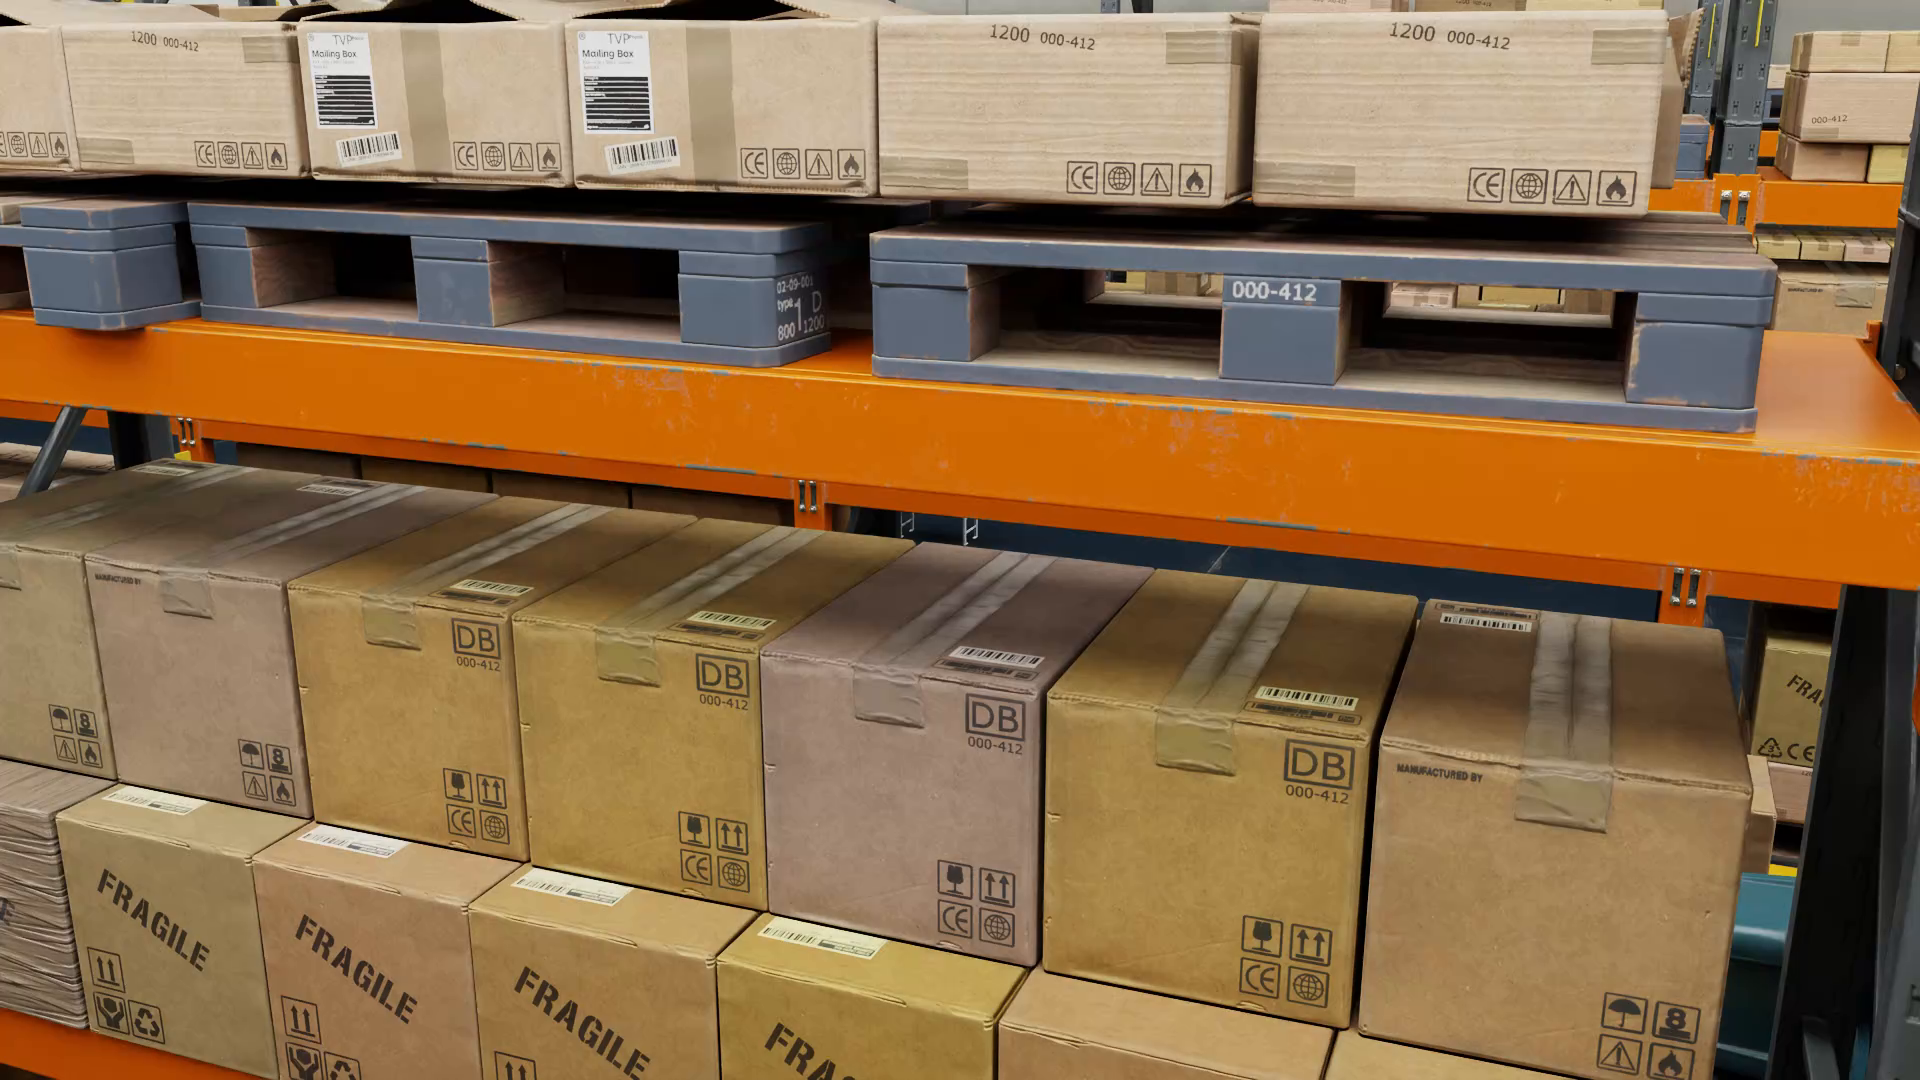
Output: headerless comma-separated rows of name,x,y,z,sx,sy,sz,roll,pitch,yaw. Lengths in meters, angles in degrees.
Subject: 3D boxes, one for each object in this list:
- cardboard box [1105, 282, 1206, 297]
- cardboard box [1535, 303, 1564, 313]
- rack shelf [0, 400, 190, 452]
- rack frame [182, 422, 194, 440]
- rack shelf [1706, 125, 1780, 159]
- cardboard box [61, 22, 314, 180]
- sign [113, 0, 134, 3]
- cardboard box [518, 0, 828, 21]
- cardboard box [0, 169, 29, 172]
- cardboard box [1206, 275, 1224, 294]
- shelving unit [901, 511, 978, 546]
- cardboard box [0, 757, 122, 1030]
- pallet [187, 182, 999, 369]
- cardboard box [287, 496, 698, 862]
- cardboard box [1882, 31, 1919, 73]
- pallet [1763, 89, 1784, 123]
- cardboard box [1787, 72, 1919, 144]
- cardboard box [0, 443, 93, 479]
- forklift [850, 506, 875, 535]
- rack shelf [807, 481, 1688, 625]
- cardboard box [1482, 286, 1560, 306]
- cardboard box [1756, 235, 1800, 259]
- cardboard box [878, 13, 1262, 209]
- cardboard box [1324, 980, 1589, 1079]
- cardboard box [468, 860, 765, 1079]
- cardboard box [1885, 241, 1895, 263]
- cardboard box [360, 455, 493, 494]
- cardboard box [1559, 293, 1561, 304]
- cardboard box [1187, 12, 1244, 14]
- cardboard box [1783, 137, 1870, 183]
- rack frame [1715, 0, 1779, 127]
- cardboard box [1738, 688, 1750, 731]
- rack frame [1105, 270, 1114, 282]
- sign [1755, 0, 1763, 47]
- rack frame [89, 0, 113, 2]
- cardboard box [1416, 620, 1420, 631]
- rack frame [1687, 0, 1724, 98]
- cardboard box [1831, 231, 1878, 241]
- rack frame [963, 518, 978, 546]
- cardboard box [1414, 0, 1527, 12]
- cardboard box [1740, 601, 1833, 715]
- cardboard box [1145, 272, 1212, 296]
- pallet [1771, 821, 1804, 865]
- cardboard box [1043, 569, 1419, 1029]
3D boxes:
cardboard box,0.916,-0.981,8.208,0.500,0.500,0.500,5,17,17
cardboard box,2.826,-0.770,7.481,0.500,0.500,0.500,7,18,22
rack shelf,-6.145,-0.933,10.797,4.000,0.370,1.077,6,17,21
rack frame,-4.285,-1.074,9.992,0.127,3.000,1.000,6,17,21
rack shelf,6.835,-2.434,10.587,4.000,0.370,1.077,6,17,21
cardboard box,-1.227,-0.806,3.027,0.500,0.250,0.500,7,18,22
sign,-2.075,-1.240,4.117,0.005,0.325,0.100,6,17,21
cardboard box,-0.566,-1.004,3.258,0.500,0.500,0.500,6,17,21
cardboard box,-2.720,-0.987,4.132,0.500,0.500,0.500,6,17,21
cardboard box,2.042,-1.960,12.418,0.500,0.250,0.500,7,18,22
shelving unit,-0.154,-0.593,11.565,0.503,1.200,0.258,6,17,21
cardboard box,-1.968,0.697,3.712,0.500,0.500,0.500,6,17,21
pallet,-0.626,-0.555,3.162,1.213,0.211,1.003,7,18,23
cardboard box,-0.923,0.253,3.449,0.500,0.500,0.700,6,17,20
cardboard box,3.583,-1.822,6.211,0.250,0.149,0.380,7,18,22
pallet,5.778,-2.861,10.926,1.213,0.211,1.003,6,17,21
cardboard box,3.466,-1.651,6.335,0.500,0.250,0.500,6,17,19
cardboard box,-6.501,-0.321,11.242,0.875,0.438,0.875,7,18,22
forklift,-1.995,-1.602,11.933,3.031,2.935,1.130,6,17,18
rack shelf,1.297,-0.115,7.978,4.000,0.370,1.077,6,17,21
cardboard box,3.943,-1.746,11.680,0.500,0.250,0.500,6,17,19
cardboard box,5.446,-1.937,11.090,0.250,0.149,0.380,7,17,21
cardboard box,0.206,-0.649,2.484,0.500,0.250,0.500,6,17,20
cardboard box,0.851,1.007,2.647,0.500,0.500,0.500,6,17,20
cardboard box,-0.562,0.852,3.180,0.500,0.500,0.500,6,17,20
cardboard box,6.133,-1.836,10.743,0.250,0.149,0.380,6,17,20
cardboard box,-2.836,-0.122,9.772,0.875,0.875,0.875,7,18,22
cardboard box,4.597,-1.830,11.968,0.500,0.250,0.500,6,17,20
cardboard box,1.838,-3.553,12.041,0.500,0.500,0.500,6,17,21
cardboard box,3.359,-1.479,6.458,0.250,0.149,0.380,6,17,20
rack frame,3.157,-3.137,6.337,0.127,3.000,1.000,6,17,21
cardboard box,3.806,0.854,7.530,0.500,0.250,0.500,7,18,23
rack frame,1.254,-1.952,13.019,0.127,3.000,1.000,6,17,21
sign,2.957,-1.989,6.131,0.005,0.325,0.100,6,17,21
rack frame,-2.286,-2.252,3.289,0.127,3.000,1.000,6,17,21
cardboard box,1.998,0.679,7.914,0.625,0.372,0.950,7,18,24
rack frame,4.975,-4.424,10.773,0.127,3.000,1.000,6,17,21
cardboard box,6.108,-2.022,11.382,0.250,0.149,0.380,6,17,20
rack frame,0.073,-0.568,11.479,0.015,1.200,0.240,6,17,21
cardboard box,2.293,-2.278,7.379,0.500,0.250,0.500,6,17,19
cardboard box,3.806,0.494,7.425,0.500,0.500,0.500,6,17,20
cardboard box,1.062,-1.275,8.054,0.250,0.149,0.380,5,17,18
pallet,3.795,1.143,7.357,1.213,0.211,1.003,6,17,21
cardboard box,0.492,0.409,2.911,0.500,0.500,0.700,6,17,20
